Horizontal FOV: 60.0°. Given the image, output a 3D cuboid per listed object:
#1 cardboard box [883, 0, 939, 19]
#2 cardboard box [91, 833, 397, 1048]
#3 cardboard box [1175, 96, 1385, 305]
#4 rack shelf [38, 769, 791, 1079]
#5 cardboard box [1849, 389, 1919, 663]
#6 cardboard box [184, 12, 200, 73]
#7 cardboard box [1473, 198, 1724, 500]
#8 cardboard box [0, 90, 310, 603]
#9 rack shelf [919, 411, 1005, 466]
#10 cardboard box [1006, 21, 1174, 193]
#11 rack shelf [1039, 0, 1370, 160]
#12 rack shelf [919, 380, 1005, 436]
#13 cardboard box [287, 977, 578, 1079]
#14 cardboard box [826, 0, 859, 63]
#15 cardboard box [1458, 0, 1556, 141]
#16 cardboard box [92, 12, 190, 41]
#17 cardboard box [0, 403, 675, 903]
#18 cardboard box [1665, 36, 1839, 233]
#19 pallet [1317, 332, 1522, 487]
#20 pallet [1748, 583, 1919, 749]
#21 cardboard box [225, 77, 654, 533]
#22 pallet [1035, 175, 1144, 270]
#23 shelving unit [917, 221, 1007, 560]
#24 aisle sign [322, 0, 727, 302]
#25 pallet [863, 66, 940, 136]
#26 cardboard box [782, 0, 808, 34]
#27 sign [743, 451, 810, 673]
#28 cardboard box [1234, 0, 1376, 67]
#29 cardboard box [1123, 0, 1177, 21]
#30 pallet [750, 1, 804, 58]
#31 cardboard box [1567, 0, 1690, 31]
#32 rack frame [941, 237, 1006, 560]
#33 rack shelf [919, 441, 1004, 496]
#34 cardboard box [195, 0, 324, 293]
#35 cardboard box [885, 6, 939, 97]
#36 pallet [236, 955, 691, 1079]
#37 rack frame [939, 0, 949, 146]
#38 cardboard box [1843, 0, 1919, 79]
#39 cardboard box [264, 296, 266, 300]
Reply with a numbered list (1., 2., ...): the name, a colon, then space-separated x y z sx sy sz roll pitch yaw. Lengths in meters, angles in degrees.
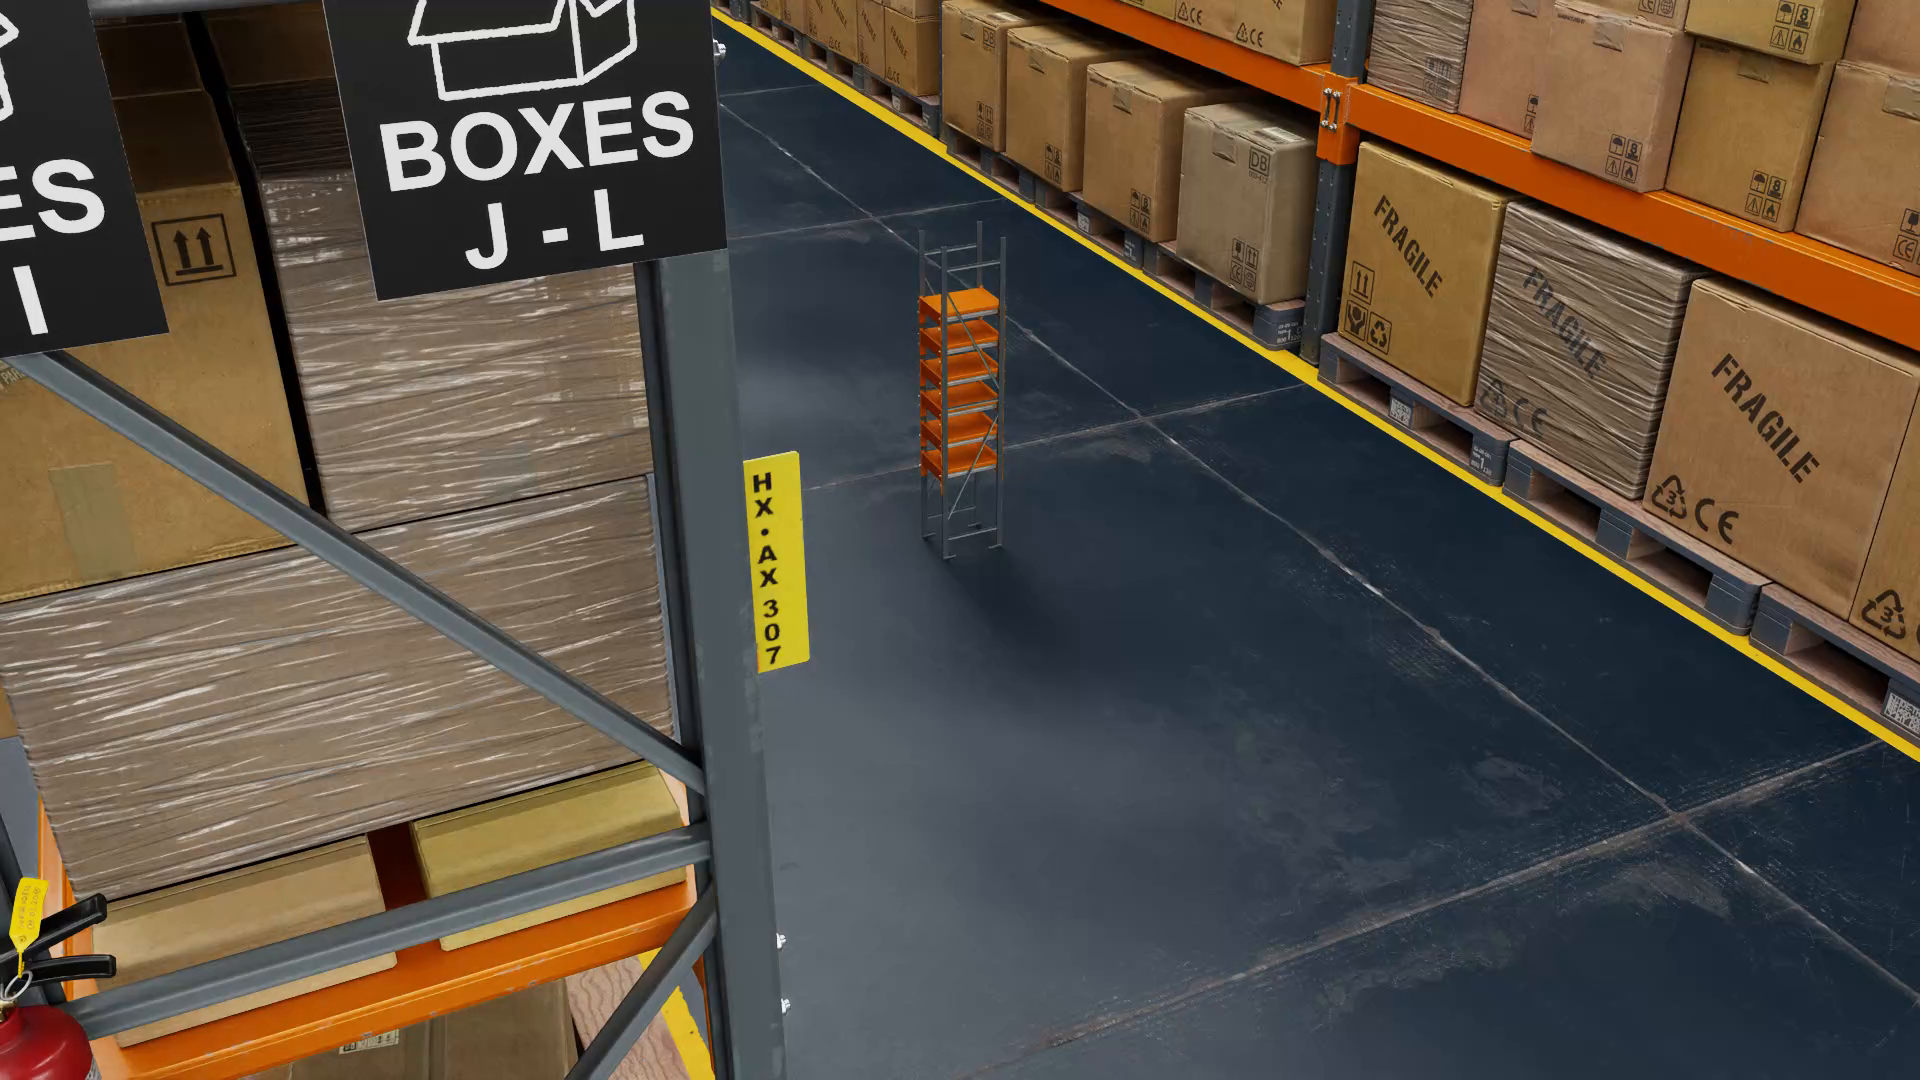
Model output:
1. cardboard box: -0.188 -3.670 11.088 0.500 0.250 0.500 -14 32 -23
2. cardboard box: -1.056 0.555 2.451 0.380 0.149 0.250 -13 32 -22
3. cardboard box: 1.711 -1.693 8.074 1.050 0.750 0.750 -13 32 -22
4. rack shelf: -1.605 -0.042 3.994 1.077 0.370 4.000 -13 32 -22
5. cardboard box: 3.426 -0.011 4.946 0.875 0.875 0.875 -13 32 -22
6. cardboard box: -1.593 -1.266 4.012 0.500 0.500 0.500 -13 32 -22
7. cardboard box: 2.656 -0.803 6.357 0.875 0.875 0.875 -13 32 -22
8. cardboard box: -1.206 -0.273 2.241 0.500 0.500 0.500 -13 32 -22
9. rack shelf: 0.006 -0.374 6.026 0.258 0.103 0.180 -13 32 -22
10. cardboard box: 0.900 -2.532 9.569 1.050 0.750 0.750 -13 32 -21
11. rack shelf: 1.201 -2.806 8.922 1.077 0.370 4.000 -13 32 -22
12. rack shelf: 0.006 -0.478 5.967 0.258 0.103 0.180 -13 32 -22
13. cardboard box: -1.000 1.155 3.249 0.500 0.500 0.500 -7 30 -13
14. cardboard box: -0.638 -3.792 12.072 0.500 0.500 0.500 -15 32 -24
15. cardboard box: 2.485 -1.903 6.423 0.875 0.550 0.550 -13 32 -22
16. cardboard box: -1.638 -0.714 3.028 0.500 0.500 0.500 -13 32 -22
17. cardboard box: -0.958 0.106 2.588 0.875 0.500 0.500 -13 32 -22
18. cardboard box: 2.928 -1.426 5.574 0.875 0.550 0.500 -13 32 -22
19. pallet: 2.315 -0.667 7.224 1.003 0.211 1.213 -13 32 -22
20. pallet: 3.362 0.410 5.302 1.003 0.211 1.213 -13 32 -22
21. cardboard box: -0.737 -0.382 2.436 0.500 0.500 0.500 -13 32 -22
22. pallet: 1.132 -1.884 9.395 1.003 0.211 1.213 -13 32 -22
23. shelving unit: 0.006 -0.517 5.945 0.258 1.200 0.189 -13 32 -22
24. aisle sign: -0.449 -0.642 1.670 0.394 0.787 0.004 -13 32 -22
25. pallet: 0.008 -3.132 11.620 1.003 0.211 1.213 -13 32 -22
26. cardboard box: -1.069 -4.247 12.884 0.500 0.500 0.500 -12 31 -20
27. sign: -0.257 0.036 2.234 0.100 0.325 0.005 -13 32 -22
28. cardboard box: 1.594 -2.454 7.457 0.500 0.500 0.500 -13 32 -22
29. cardboard box: 1.160 -2.900 8.253 0.500 0.500 0.500 -13 32 -21
30. pallet: -1.040 -4.210 13.542 1.003 0.211 1.213 -13 32 -22
31. cardboard box: 2.635 -2.116 5.700 0.875 0.550 0.550 -13 32 -22
32. rack frame: 0.046 -0.477 5.873 0.240 1.200 0.006 -13 32 -22
33. rack shelf: 0.006 -0.269 6.084 0.258 0.103 0.180 -13 32 -22
34. cardboard box: -1.161 -0.825 3.226 0.500 0.500 0.500 -13 32 -22
35. cardboard box: -0.177 -3.332 11.251 0.500 0.500 0.500 -13 32 -22
36. pallet: -1.096 1.344 3.637 1.003 0.211 1.213 -13 32 -22
37. rack frame: 0.342 -4.003 10.322 1.000 3.000 0.127 -13 32 -22
38. cardboard box: 3.215 -1.677 4.917 0.875 0.550 0.550 -13 32 -22
39. cardboard box: -1.457 -0.320 3.347 0.875 0.500 0.500 -13 32 -22
